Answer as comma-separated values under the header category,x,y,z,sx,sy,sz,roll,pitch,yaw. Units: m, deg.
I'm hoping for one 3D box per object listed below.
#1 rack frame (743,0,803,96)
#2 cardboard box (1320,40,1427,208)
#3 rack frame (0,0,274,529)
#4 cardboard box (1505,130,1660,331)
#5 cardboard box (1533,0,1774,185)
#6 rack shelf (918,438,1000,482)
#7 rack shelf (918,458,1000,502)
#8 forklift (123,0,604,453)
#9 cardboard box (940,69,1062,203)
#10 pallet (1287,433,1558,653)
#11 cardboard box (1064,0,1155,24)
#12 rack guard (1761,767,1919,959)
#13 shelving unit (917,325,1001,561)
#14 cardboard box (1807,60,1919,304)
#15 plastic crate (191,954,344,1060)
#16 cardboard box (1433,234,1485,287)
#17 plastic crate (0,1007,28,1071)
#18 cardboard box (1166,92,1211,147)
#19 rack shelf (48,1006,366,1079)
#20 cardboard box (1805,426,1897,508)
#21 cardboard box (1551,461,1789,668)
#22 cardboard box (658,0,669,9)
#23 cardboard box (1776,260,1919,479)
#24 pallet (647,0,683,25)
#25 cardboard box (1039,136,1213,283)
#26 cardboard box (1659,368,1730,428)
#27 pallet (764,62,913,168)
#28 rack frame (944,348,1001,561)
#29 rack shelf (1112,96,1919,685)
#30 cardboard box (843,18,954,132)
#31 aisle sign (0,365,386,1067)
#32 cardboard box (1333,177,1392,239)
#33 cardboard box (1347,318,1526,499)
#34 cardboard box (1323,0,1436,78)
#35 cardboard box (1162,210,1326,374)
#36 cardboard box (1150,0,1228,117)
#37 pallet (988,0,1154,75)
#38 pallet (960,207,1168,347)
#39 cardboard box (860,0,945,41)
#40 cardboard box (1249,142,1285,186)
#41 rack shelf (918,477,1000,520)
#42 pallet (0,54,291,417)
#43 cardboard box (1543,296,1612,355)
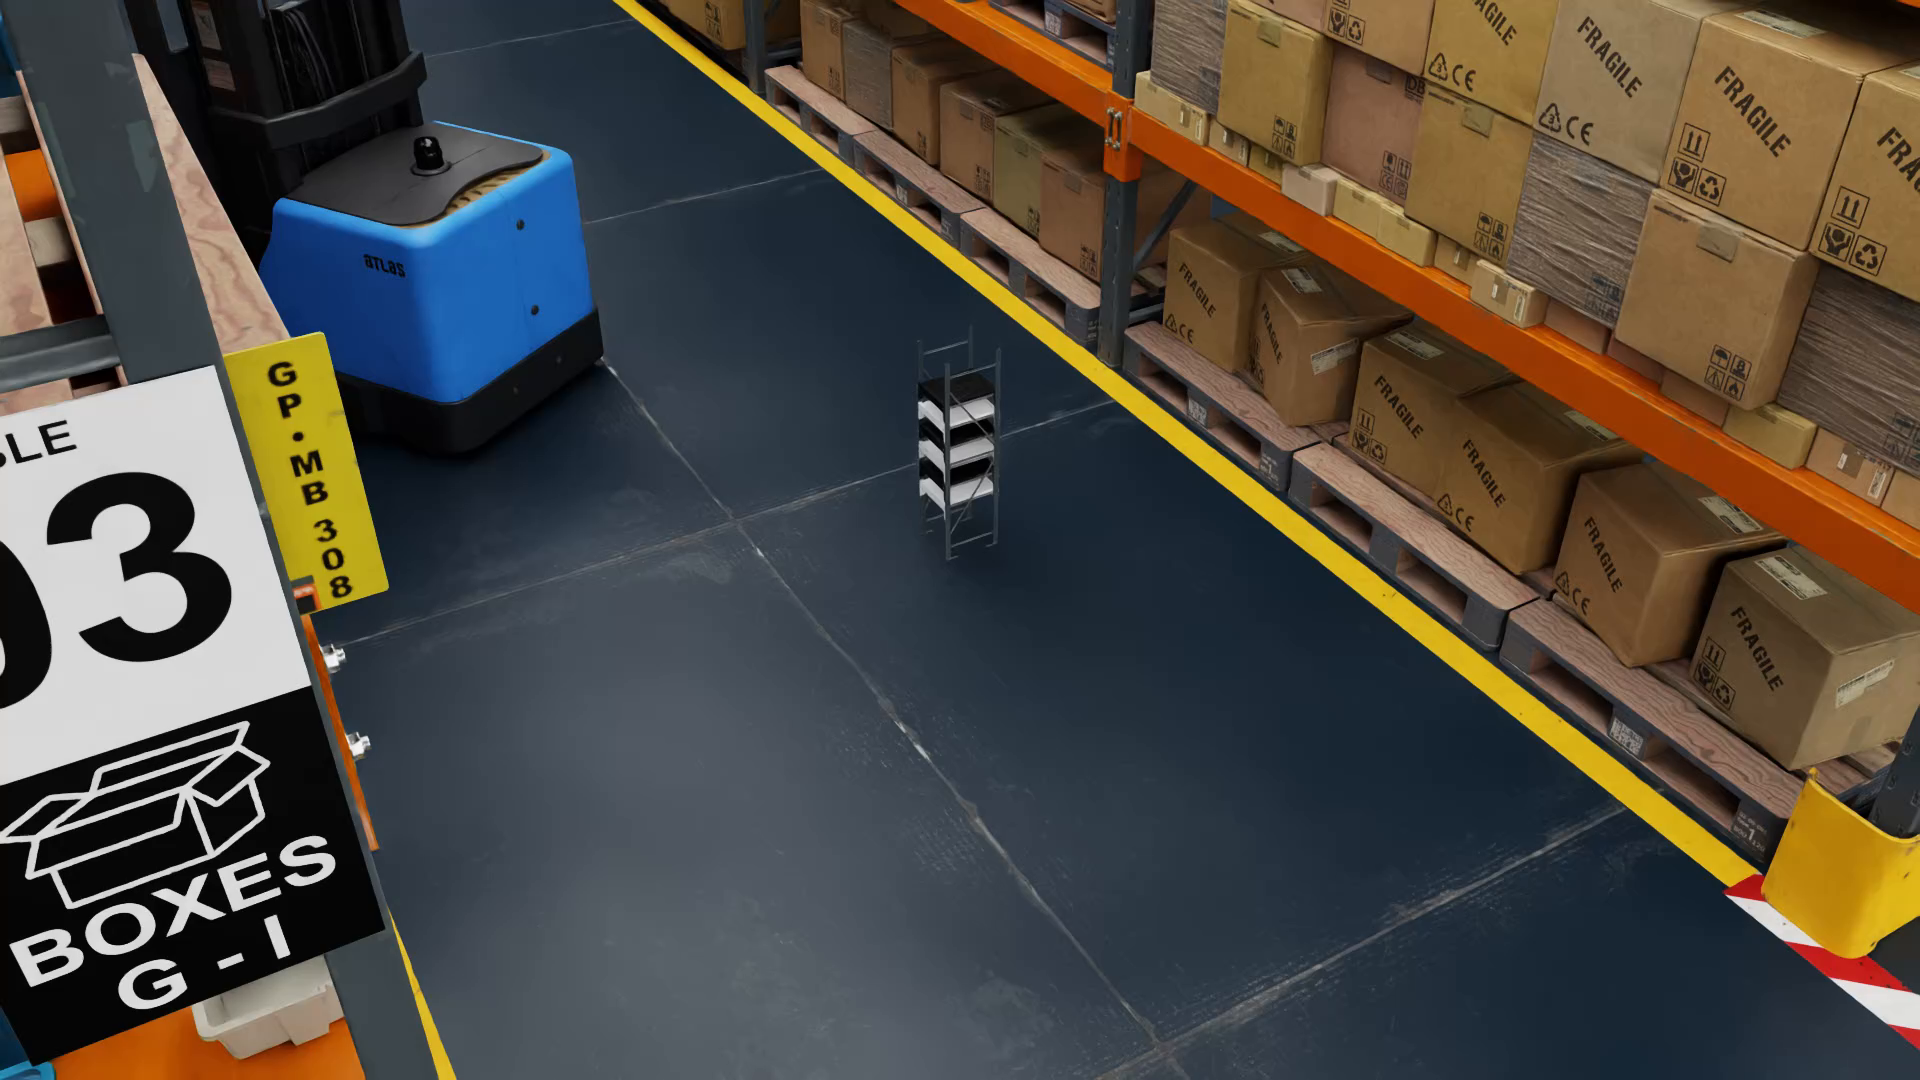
category,x,y,z,sx,sy,sz,roll,pitch,yaw
rack frame,-0.895,-4.234,10.004,1.000,3.000,0.127,-19,40,-24
cardboard box,1.846,-1.617,6.083,0.875,0.500,0.500,-19,40,-24
rack frame,-1.159,-1.110,0.640,1.000,3.000,0.127,-19,40,-24
cardboard box,2.302,-1.091,5.363,0.875,0.500,0.500,-19,40,-24
cardboard box,2.129,-1.435,4.987,0.500,0.500,0.500,-19,40,-24
rack shelf,-0.004,-0.341,6.510,0.258,0.077,0.200,-19,40,-24
rack shelf,-0.004,-0.268,6.563,0.258,0.077,0.200,-19,40,-24
forklift,-3.228,-2.164,7.228,3.031,2.935,1.130,17,39,22
cardboard box,0.320,-2.216,8.987,0.700,0.500,0.500,-23,42,-28
pallet,2.099,-0.113,6.726,1.003,0.211,1.213,-19,40,-24
cardboard box,0.836,-3.053,7.522,1.000,1.000,1.000,-19,40,-24
rack guard,3.086,0.816,5.209,1.175,0.500,0.348,-19,40,-24
shelving unit,-0.004,-0.368,6.490,0.258,0.900,0.210,-19,40,-24
cardboard box,2.634,-0.926,4.290,0.500,0.500,0.500,-19,40,-24
plastic crate,-1.330,0.868,3.242,0.298,0.136,0.250,-19,40,-24
cardboard box,1.892,-1.019,5.815,0.380,0.149,0.250,-19,40,-24
plastic crate,-1.990,0.874,3.137,0.499,0.251,0.408,-19,40,-24
cardboard box,1.077,-1.763,6.833,0.380,0.149,0.250,-19,40,-24
rack shelf,-2.163,0.584,4.018,1.077,0.370,4.000,-19,40,-24
cardboard box,2.677,-0.265,4.783,0.380,0.149,0.250,-19,40,-24
cardboard box,2.495,0.067,5.878,0.500,0.500,0.500,-9,37,-12
cardboard box,-1.665,-4.361,11.623,1.225,0.875,0.875,-19,40,-24
cardboard box,2.871,-0.604,4.696,0.875,0.500,0.500,-19,40,-24
pallet,-1.835,-4.154,12.259,1.003,0.211,1.213,-19,40,-24
cardboard box,0.824,-1.682,8.256,0.700,0.500,0.500,-22,42,-27
cardboard box,2.395,-0.509,5.117,0.380,0.149,0.250,-19,40,-24
pallet,-0.504,-2.709,10.280,1.003,0.211,1.213,-19,40,-24
rack frame,0.047,-0.316,6.419,0.240,0.900,0.006,-19,40,-24
rack shelf,2.119,-0.884,6.027,1.077,0.370,4.000,-19,40,-24
cardboard box,-0.252,-2.788,9.770,0.700,0.500,0.500,-22,42,-28
aisle sign,-0.869,0.213,1.711,0.394,0.787,0.004,-19,40,-24
cardboard box,1.611,-1.264,6.150,0.380,0.149,0.250,-19,40,-24
cardboard box,1.955,-0.556,6.731,0.500,0.500,0.500,-23,42,-28
cardboard box,1.624,-1.944,5.684,0.500,0.500,0.500,-19,40,-24
cardboard box,1.281,-1.139,7.529,0.500,0.500,0.500,-20,41,-25
cardboard box,1.287,-2.107,6.755,0.875,0.500,0.500,-19,40,-24
pallet,0.856,-2.550,7.861,1.003,0.211,1.213,-19,40,-24
pallet,0.722,-1.465,8.577,1.003,0.211,1.213,-19,40,-24
cardboard box,-0.258,-3.105,9.569,0.500,0.250,0.500,-14,39,-19
cardboard box,1.360,-1.519,6.499,0.380,0.149,0.250,-19,40,-24
rack shelf,-0.004,-0.195,6.616,0.258,0.077,0.200,-19,40,-24
pallet,-1.490,-0.273,2.197,1.003,0.211,1.213,-19,40,-24
cardboard box,2.160,-0.770,5.474,0.380,0.149,0.250,-19,40,-24
